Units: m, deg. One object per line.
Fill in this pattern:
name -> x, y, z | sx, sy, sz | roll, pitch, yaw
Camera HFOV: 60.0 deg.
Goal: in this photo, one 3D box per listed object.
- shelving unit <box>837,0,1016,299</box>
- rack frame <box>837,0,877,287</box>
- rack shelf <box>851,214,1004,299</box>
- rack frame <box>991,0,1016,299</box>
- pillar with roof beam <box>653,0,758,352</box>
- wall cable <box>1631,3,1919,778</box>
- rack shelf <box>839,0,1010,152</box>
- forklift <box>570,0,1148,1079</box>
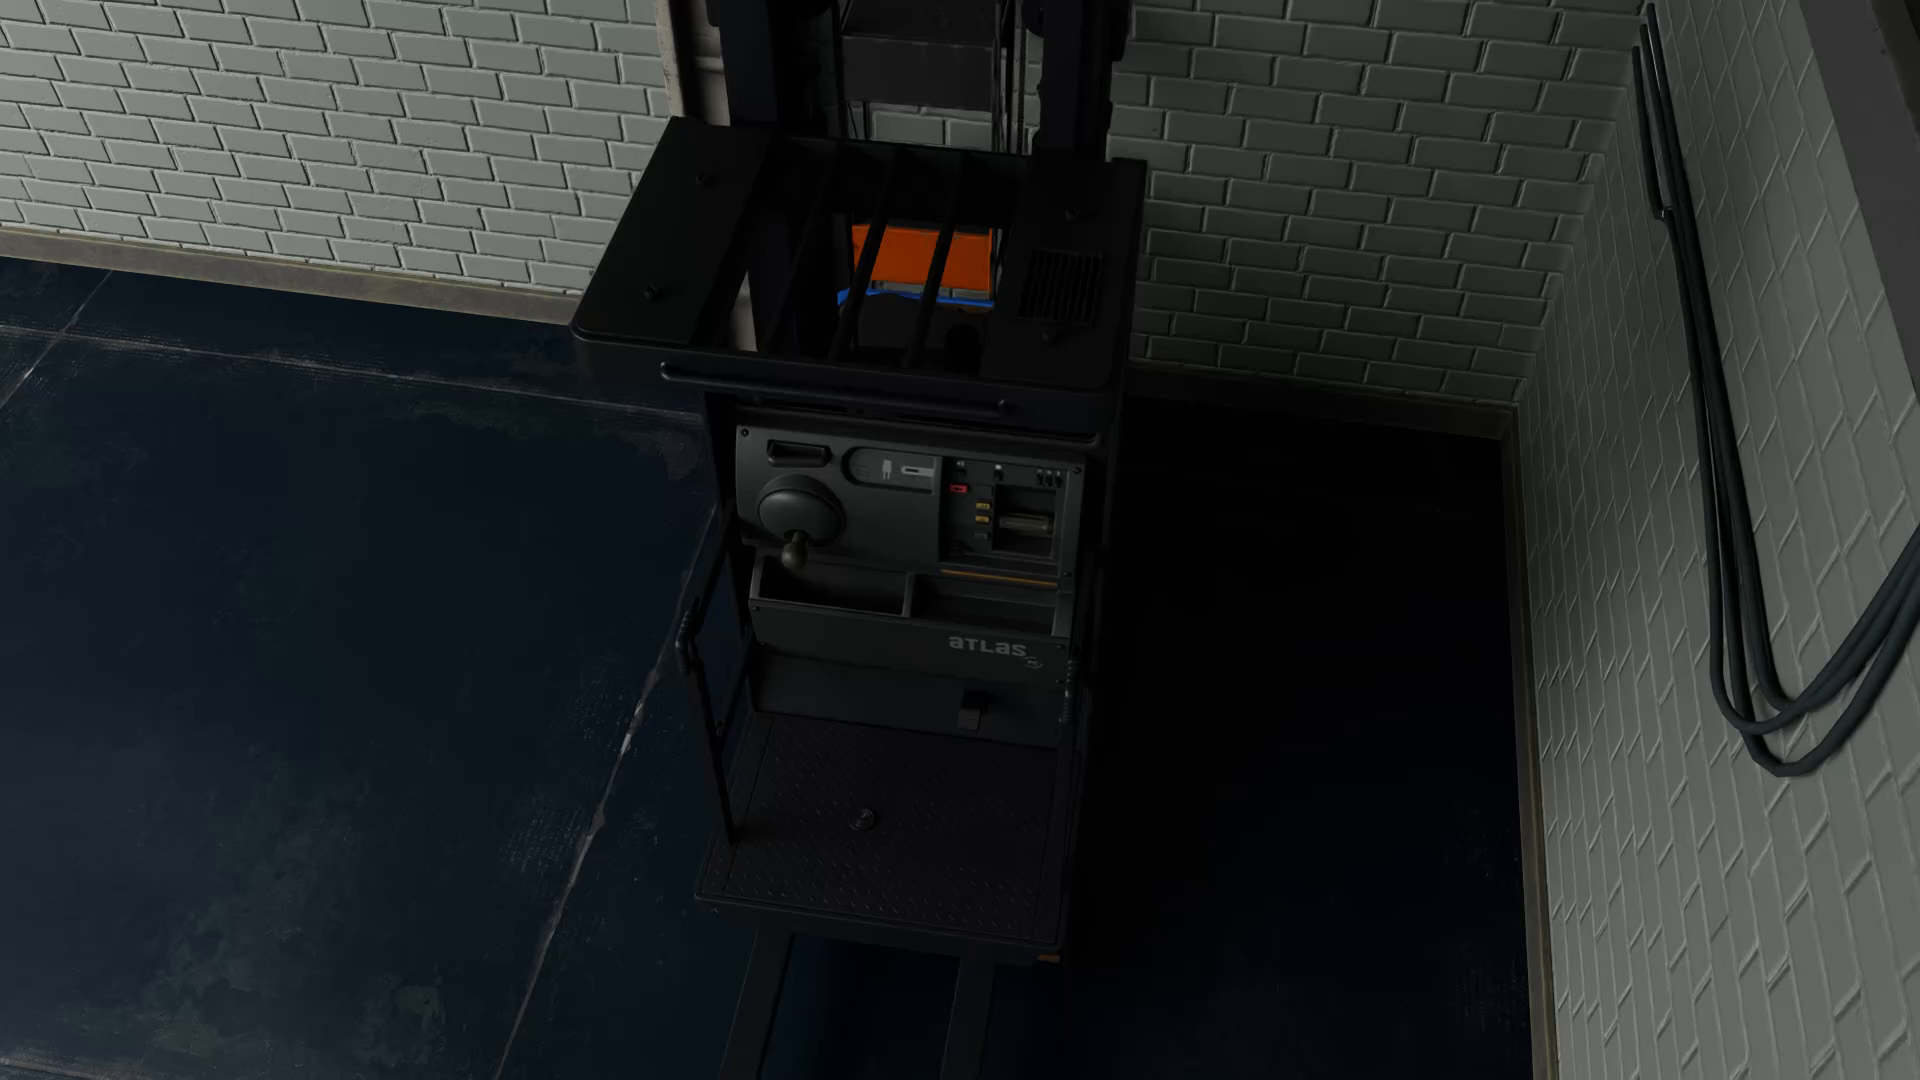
shelving unit -> -0.102, -1.023, 5.757 | 0.503, 2.100, 0.431 | 6, 48, 5
rack frame -> -0.343, -1.049, 5.781 | 0.015, 2.100, 0.400 | 6, 48, 5
rack shelf -> -0.102, -1.014, 5.768 | 0.480, 0.518, 0.431 | 6, 48, 5
rack frame -> 0.140, -0.997, 5.734 | 0.015, 2.100, 0.400 | 6, 48, 5
pillar with roof beam -> -1.563, -0.562, 0.706 | 0.400, 9.000, 9.100 | 8, 49, 7
wall cable -> 1.867, -1.318, 3.472 | 0.112, 2.526, 3.097 | 8, 49, 7
rack shelf -> -0.102, -1.482, 5.247 | 0.480, 0.518, 0.431 | 6, 48, 5
forklift -> -0.169, 0.013, 4.268 | 1.130, 2.935, 3.031 | 7, 48, 6
